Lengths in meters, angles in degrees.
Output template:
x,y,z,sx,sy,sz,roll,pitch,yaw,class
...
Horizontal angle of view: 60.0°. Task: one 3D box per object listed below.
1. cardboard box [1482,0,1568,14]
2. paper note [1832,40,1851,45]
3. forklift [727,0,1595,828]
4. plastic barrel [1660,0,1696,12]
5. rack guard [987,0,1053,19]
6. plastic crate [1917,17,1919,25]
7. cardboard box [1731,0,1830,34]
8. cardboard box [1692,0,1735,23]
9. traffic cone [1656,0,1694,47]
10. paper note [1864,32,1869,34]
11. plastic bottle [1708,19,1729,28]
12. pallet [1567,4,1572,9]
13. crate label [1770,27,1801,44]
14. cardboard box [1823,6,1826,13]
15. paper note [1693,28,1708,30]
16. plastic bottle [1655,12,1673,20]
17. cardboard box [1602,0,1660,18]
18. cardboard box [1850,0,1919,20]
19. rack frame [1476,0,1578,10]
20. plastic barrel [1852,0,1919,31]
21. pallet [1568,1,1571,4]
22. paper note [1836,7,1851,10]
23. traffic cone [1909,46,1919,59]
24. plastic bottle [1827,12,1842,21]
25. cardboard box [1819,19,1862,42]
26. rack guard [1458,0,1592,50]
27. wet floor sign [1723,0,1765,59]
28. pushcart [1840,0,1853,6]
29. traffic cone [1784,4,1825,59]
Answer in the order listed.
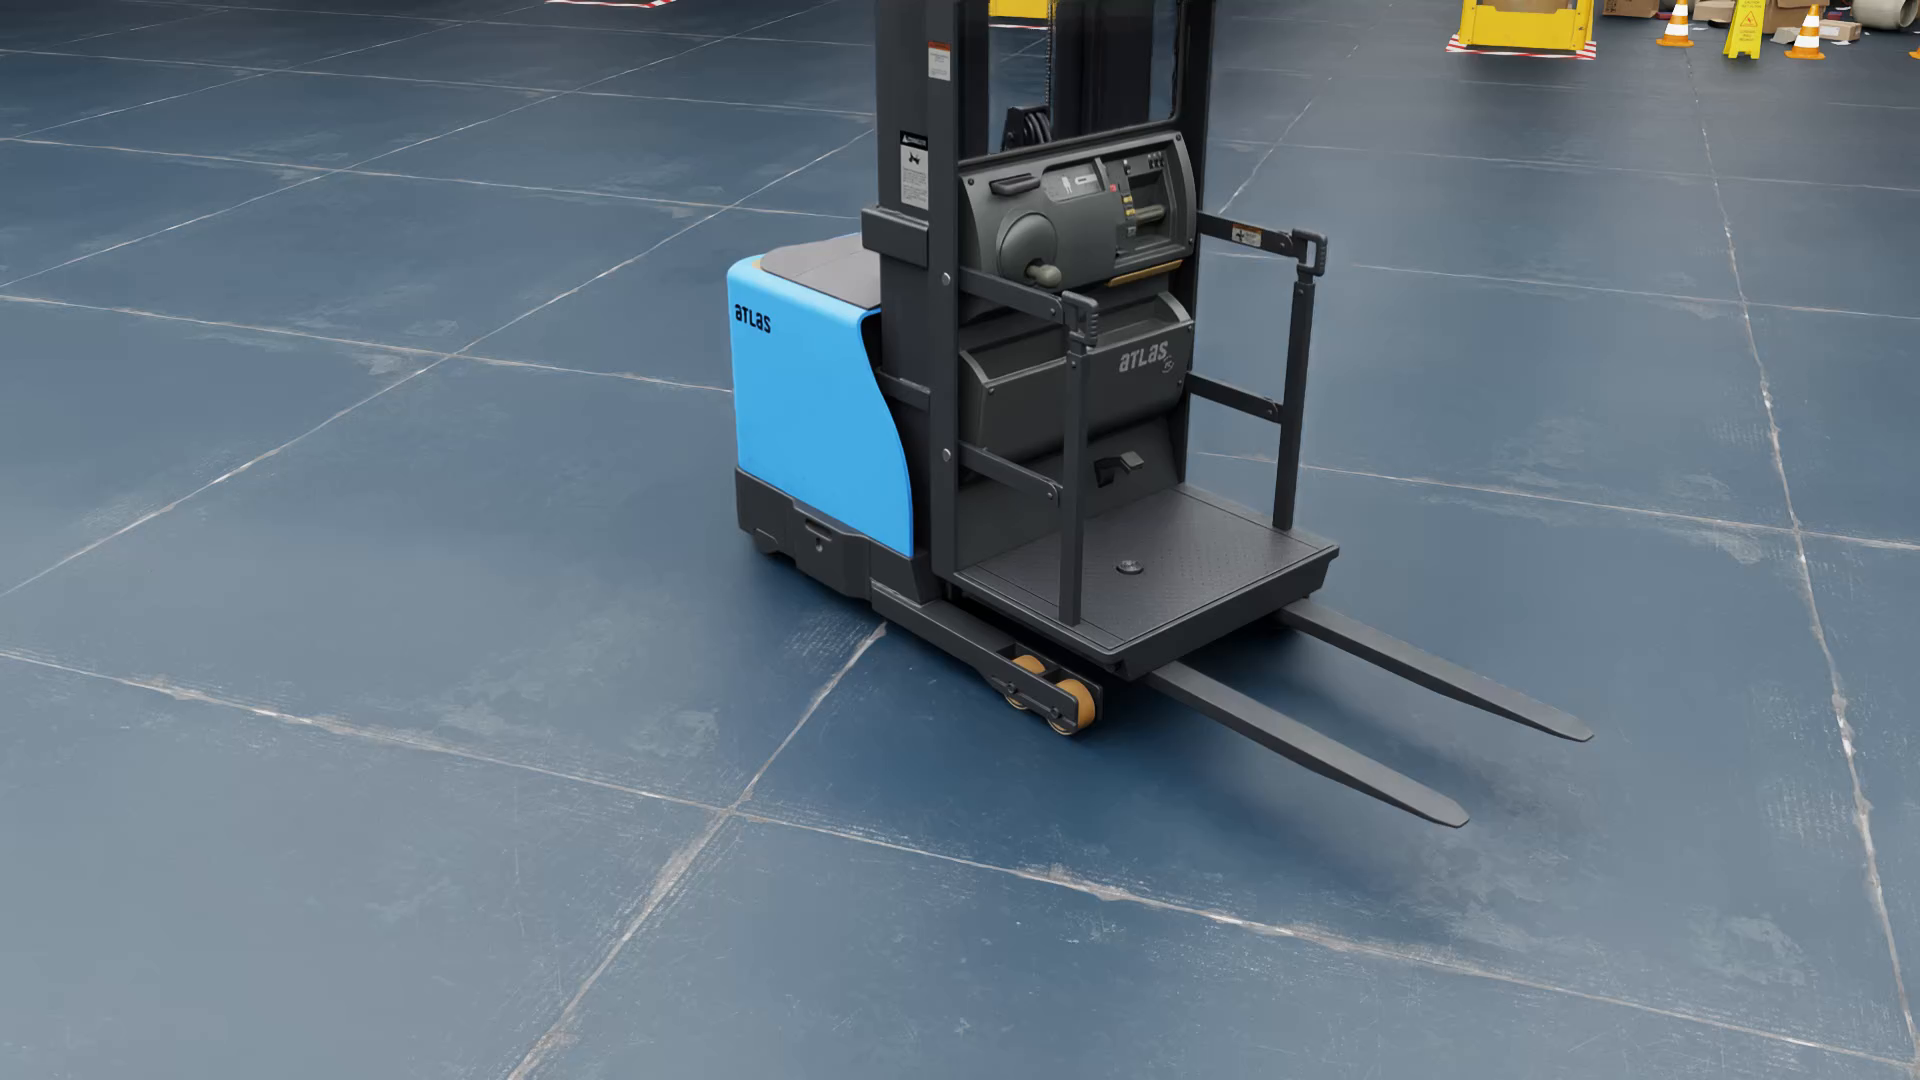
x,y,z,sx,sy,sz,roll,pitch,yaw,class
5.656,-5.725,16.589,0.875,0.875,0.875,9,27,18,cardboard box
8.631,-4.869,16.271,0.148,0.019,0.142,0,26,-1,paper note
0.520,-0.980,4.910,1.130,2.935,3.031,-21,33,-36,forklift
7.893,-6.000,18.157,0.421,0.421,0.512,-14,29,-27,plastic barrel
0.874,-5.871,17.803,1.175,0.500,0.348,9,27,17,rack guard
10.229,-5.332,17.170,0.402,0.080,0.583,0,26,-1,plastic crate
8.391,-5.494,17.019,0.797,0.503,0.637,-9,27,-18,cardboard box
7.988,-5.644,17.603,0.396,0.266,0.258,14,29,26,cardboard box
7.008,-5.075,16.201,0.336,0.463,0.334,9,27,17,traffic cone
9.175,-5.125,16.823,0.032,0.001,0.123,9,27,17,paper note
7.858,-5.366,17.262,0.133,0.061,0.283,0,26,-1,plastic bottle
5.685,-5.289,16.932,1.003,0.211,1.213,9,27,17,pallet
8.164,-4.957,16.330,0.250,0.136,0.298,-5,26,-9,crate label
9.230,-5.918,18.168,0.258,0.266,0.396,-9,27,-18,cardboard box
7.601,-5.248,17.057,0.144,0.017,0.142,20,32,35,paper note
7.566,-5.579,17.703,0.283,0.061,0.133,0,26,-1,plastic bottle
7.275,-5.938,17.937,0.500,0.500,0.500,14,29,26,cardboard box
9.885,-5.805,17.663,0.500,0.500,0.500,-14,29,-27,cardboard box
5.492,-6.204,15.622,1.000,3.000,0.127,9,27,17,rack frame
9.454,-5.437,16.994,0.421,0.421,0.512,-14,29,-27,plastic barrel
6.092,-5.789,17.964,1.003,0.211,1.213,9,27,17,pallet
9.740,-5.865,18.329,0.148,0.019,0.142,9,27,17,paper note
9.121,-4.750,15.530,0.336,0.463,0.334,9,27,17,traffic cone
9.327,-5.591,17.727,0.133,0.061,0.283,14,29,26,plastic bottle
8.725,-5.076,16.564,0.250,0.149,0.380,-20,33,-36,cardboard box
5.484,-5.070,16.147,1.175,0.500,0.348,9,27,17,rack guard
7.350,-4.846,15.518,0.267,0.644,0.232,4,26,8,wet floor sign
9.358,-6.302,18.832,1.648,0.377,0.936,0,26,-1,pushcart
7.961,-4.771,15.574,0.336,0.463,0.334,9,27,17,traffic cone
